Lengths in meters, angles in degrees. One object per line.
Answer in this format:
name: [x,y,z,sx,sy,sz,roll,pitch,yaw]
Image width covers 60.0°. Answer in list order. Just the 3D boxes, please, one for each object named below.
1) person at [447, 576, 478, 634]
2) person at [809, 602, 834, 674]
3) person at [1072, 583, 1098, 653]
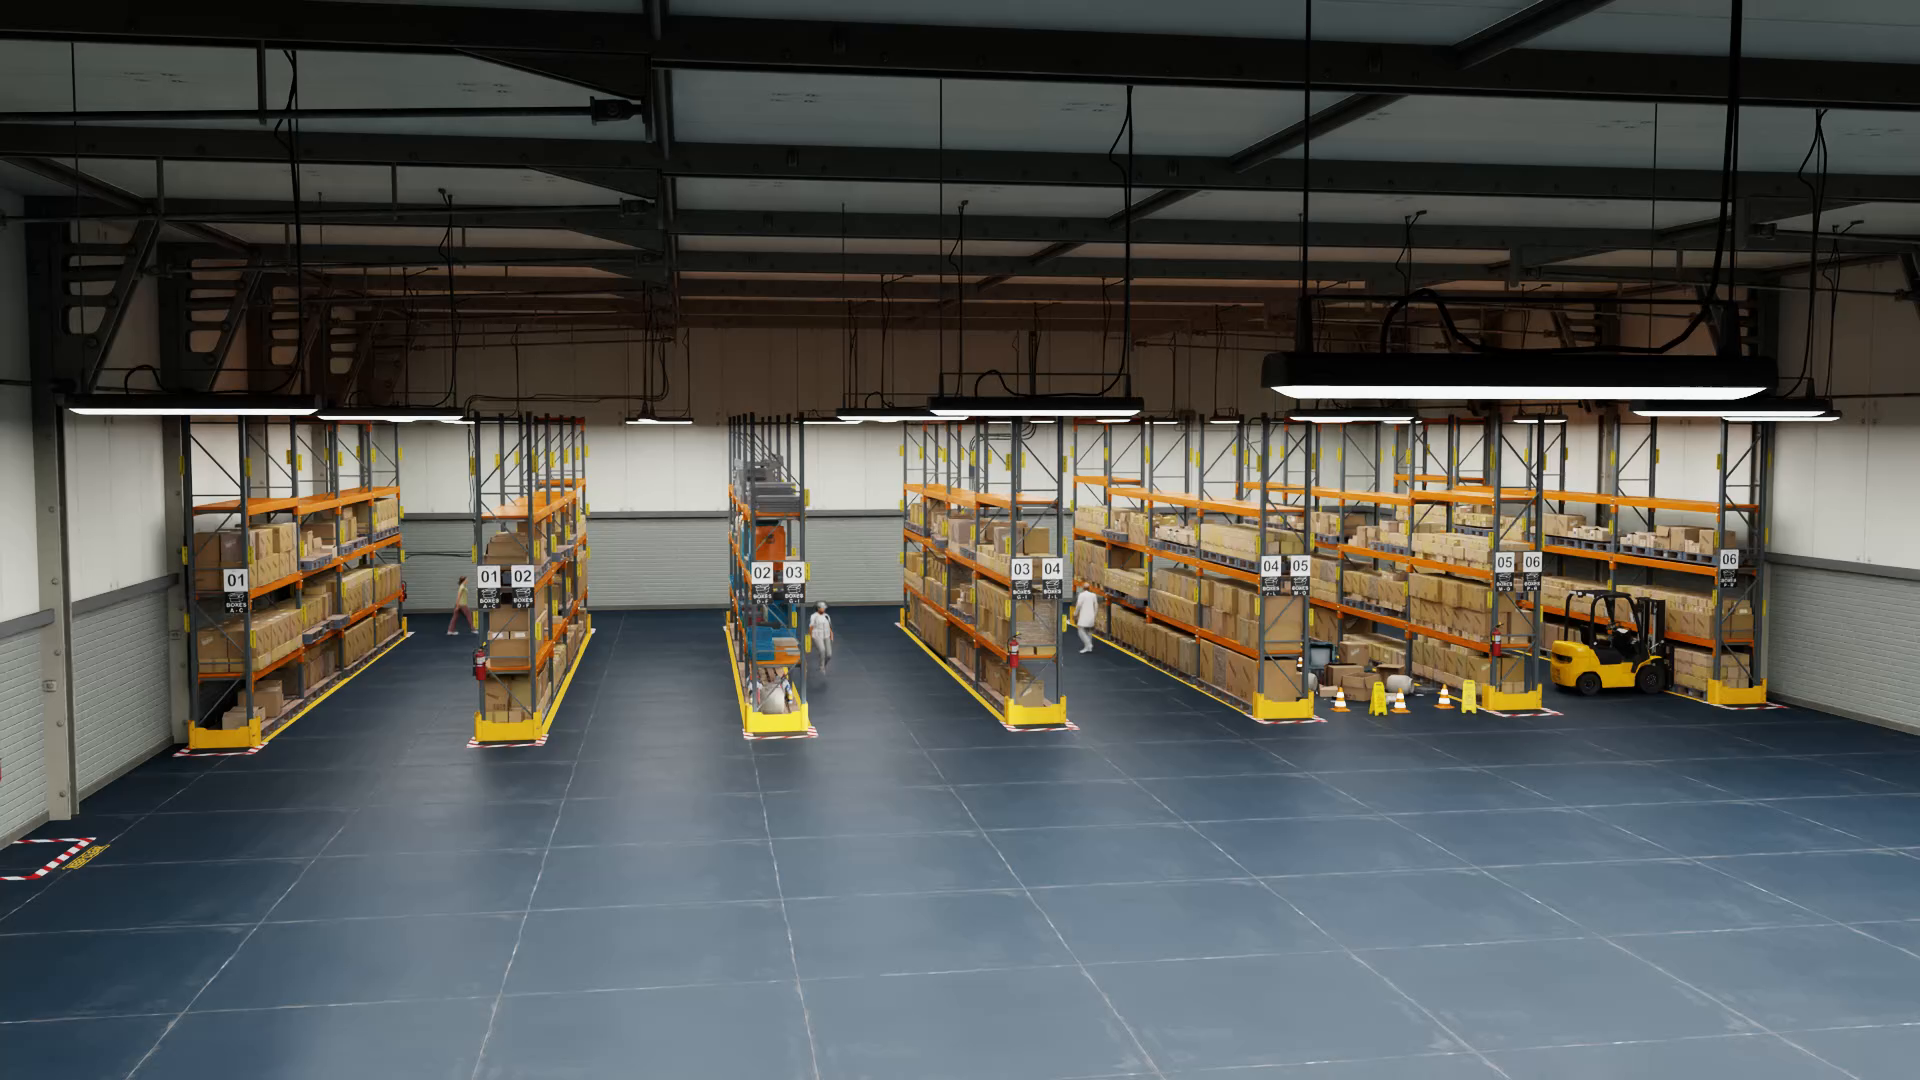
person: [-13.657,1.779,45.785,0.976,1.605,0.437,-3,5,-37]
person: [-3.039,2.175,37.104,0.509,1.554,0.745,-2,5,-31]
person: [3.265,1.977,42.334,0.651,1.760,0.654,-3,5,-33]
